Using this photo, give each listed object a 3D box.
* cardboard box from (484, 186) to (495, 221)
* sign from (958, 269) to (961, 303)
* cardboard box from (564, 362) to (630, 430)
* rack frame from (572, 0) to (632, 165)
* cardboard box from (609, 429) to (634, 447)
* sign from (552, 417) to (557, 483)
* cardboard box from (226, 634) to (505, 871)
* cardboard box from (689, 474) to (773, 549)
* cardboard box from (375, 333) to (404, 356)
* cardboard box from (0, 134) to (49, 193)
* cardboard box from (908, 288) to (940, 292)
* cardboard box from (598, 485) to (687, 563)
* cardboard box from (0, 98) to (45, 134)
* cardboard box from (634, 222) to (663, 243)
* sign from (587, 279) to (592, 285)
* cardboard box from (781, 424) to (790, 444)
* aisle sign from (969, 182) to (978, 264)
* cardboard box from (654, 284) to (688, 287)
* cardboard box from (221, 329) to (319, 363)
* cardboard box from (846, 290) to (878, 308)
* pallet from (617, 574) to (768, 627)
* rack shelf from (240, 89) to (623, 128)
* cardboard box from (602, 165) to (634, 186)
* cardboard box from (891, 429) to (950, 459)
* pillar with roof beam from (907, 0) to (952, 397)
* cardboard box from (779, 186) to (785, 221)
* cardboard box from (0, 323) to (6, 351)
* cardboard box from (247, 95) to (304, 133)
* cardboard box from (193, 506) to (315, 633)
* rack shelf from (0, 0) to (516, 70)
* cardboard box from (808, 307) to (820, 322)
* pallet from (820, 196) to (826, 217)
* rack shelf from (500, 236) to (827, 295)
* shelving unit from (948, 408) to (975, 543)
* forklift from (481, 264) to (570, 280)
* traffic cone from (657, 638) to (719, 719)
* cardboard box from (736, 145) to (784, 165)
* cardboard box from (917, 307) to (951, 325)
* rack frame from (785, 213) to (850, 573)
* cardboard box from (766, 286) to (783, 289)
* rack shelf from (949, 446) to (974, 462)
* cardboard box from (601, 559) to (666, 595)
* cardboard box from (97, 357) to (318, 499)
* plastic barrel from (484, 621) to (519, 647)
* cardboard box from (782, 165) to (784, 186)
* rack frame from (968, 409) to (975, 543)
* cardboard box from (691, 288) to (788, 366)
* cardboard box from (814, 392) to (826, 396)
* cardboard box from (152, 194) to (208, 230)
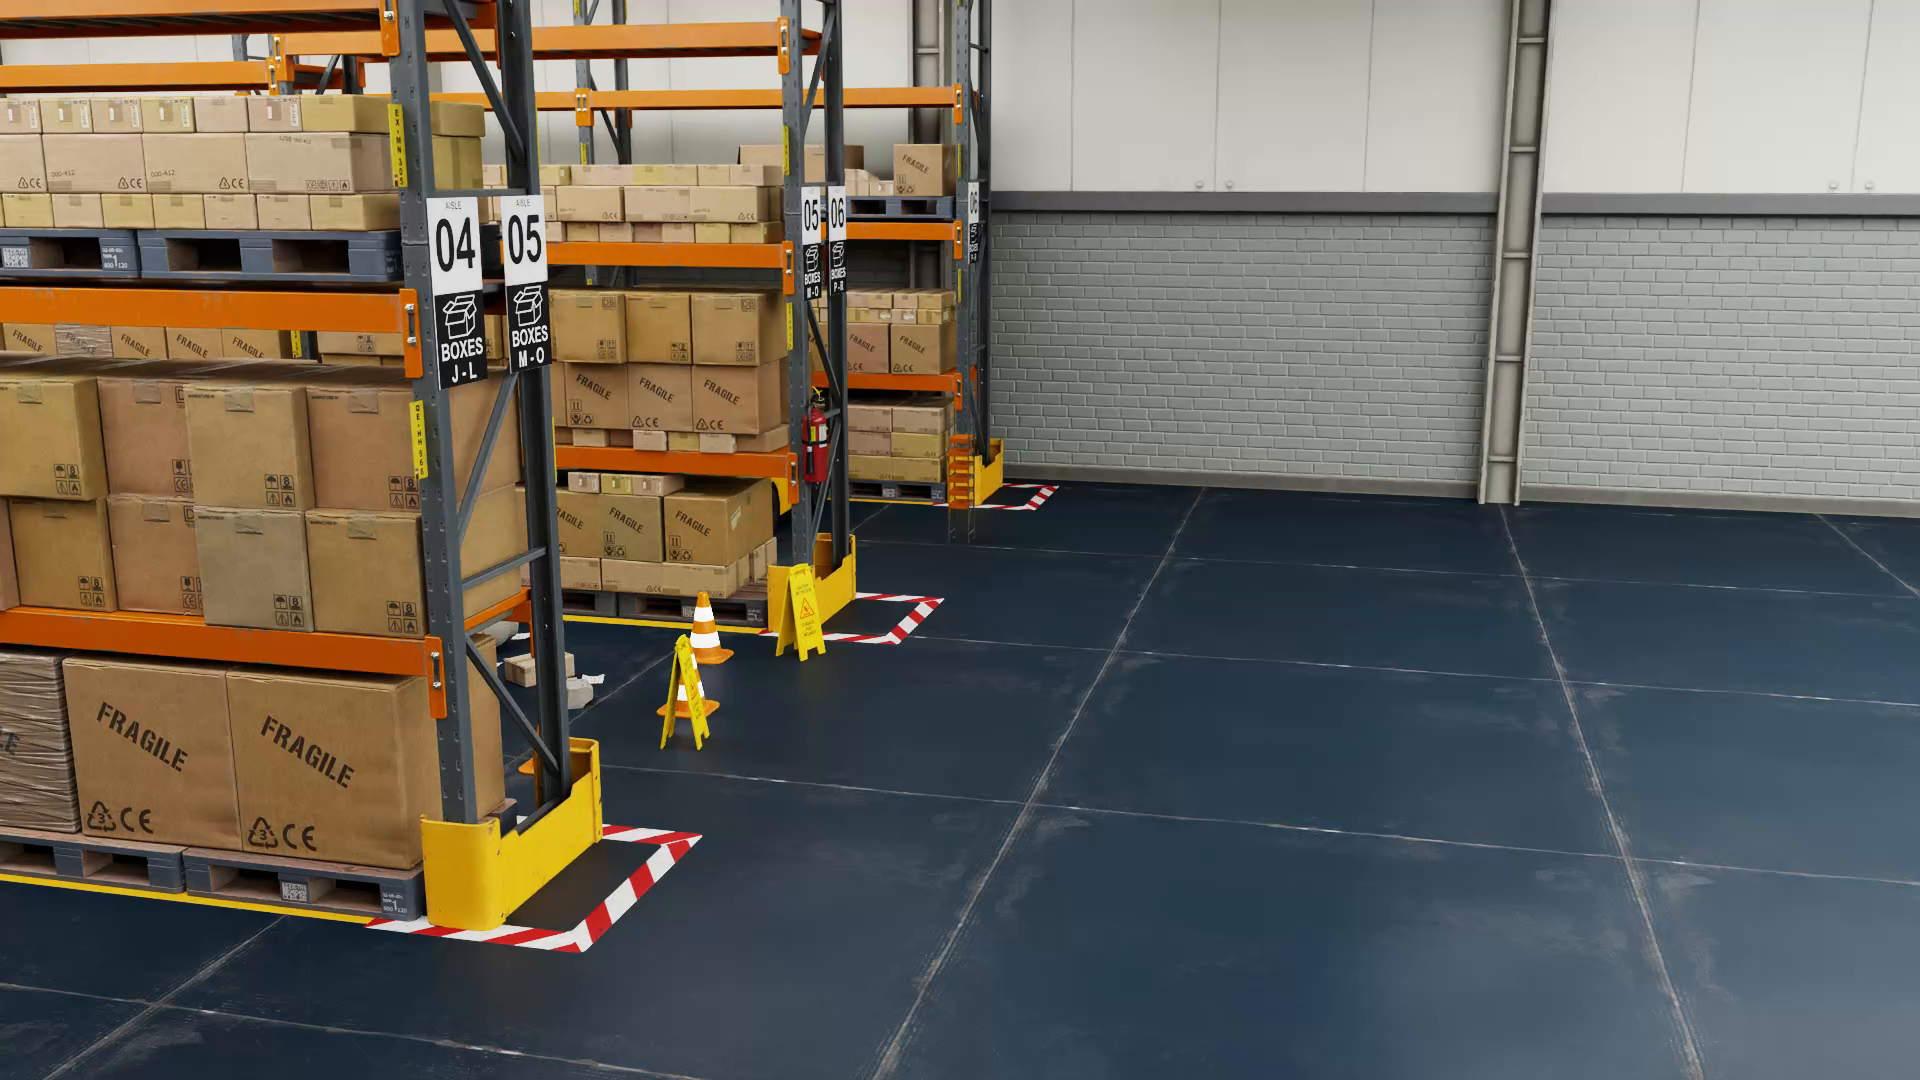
[{"bbox_3d":[-3.580,-2.509,12.367,0.500,0.250,0.500,3,13,14],"label":"cardboard box"},{"bbox_3d":[-0.002,-2.510,16.420,0.005,0.325,0.100,3,13,14],"label":"sign"},{"bbox_3d":[-2.607,-1.117,12.441,0.500,0.500,0.500,3,13,13],"label":"cardboard box"},{"bbox_3d":[-3.742,-5.079,17.367,0.127,3.000,1.000,3,13,14],"label":"rack frame"},{"bbox_3d":[-2.447,-0.808,12.547,0.250,0.149,0.380,3,13,14],"label":"cardboard box"},{"bbox_3d":[-1.993,-0.430,8.083,0.005,0.325,0.100,3,13,14],"label":"sign"},{"bbox_3d":[-2.806,0.958,7.941,0.875,0.875,0.875,3,13,14],"label":"cardboard box"},{"bbox_3d":[-1.784,-0.229,13.003,0.500,0.500,0.500,3,13,12],"label":"cardboard box"},{"bbox_3d":[-4.062,-1.689,12.712,0.500,0.500,0.700,3,13,14],"label":"cardboard box"},{"bbox_3d":[-4.136,-1.688,7.468,0.500,0.250,0.500,3,13,14],"label":"cardboard box"},{"bbox_3d":[-0.376,-2.543,17.371,0.250,0.149,0.380,4,13,15],"label":"cardboard box"},{"bbox_3d":[-2.392,-0.141,12.606,0.500,0.500,0.500,4,13,16],"label":"cardboard box"},{"bbox_3d":[-4.021,-1.863,7.334,0.250,0.149,0.380,3,13,14],"label":"cardboard box"},{"bbox_3d":[-2.187,-2.254,12.141,0.250,0.149,0.380,3,13,14],"label":"cardboard box"},{"bbox_3d":[-3.862,-2.562,17.384,0.005,0.325,0.100,3,13,14],"label":"sign"},{"bbox_3d":[-1.324,-0.837,12.679,0.250,0.149,0.380,3,13,14],"label":"cardboard box"},{"bbox_3d":[0.135,-3.147,16.506,0.004,0.787,0.394,3,13,14],"label":"aisle sign"},{"bbox_3d":[-3.126,-2.686,18.018,0.250,0.149,0.380,3,13,12],"label":"cardboard box"},{"bbox_3d":[-5.431,-1.481,13.114,0.500,0.500,0.500,3,13,12],"label":"cardboard box"},{"bbox_3d":[-0.988,-2.471,17.045,0.250,0.149,0.380,3,13,14],"label":"cardboard box"},{"bbox_3d":[-1.898,0.409,12.919,1.213,0.211,1.003,3,13,14],"label":"pallet"},{"bbox_3d":[-5.684,-4.637,17.957,4.000,0.370,1.077,3,13,14],"label":"rack shelf"},{"bbox_3d":[-2.406,-2.654,12.102,0.250,0.149,0.380,3,13,14],"label":"cardboard box"},{"bbox_3d":[-0.406,-1.009,17.097,0.500,0.250,0.500,3,13,13],"label":"cardboard box"},{"bbox_3d":[-1.350,-4.192,13.369,0.400,9.000,9.100,3,13,14],"label":"pillar with roof beam"},{"bbox_3d":[-1.468,-2.517,12.405,0.500,0.250,0.500,3,13,13],"label":"cardboard box"},{"bbox_3d":[-7.922,-1.615,13.719,0.500,0.500,0.500,4,13,16],"label":"cardboard box"},{"bbox_3d":[-2.782,-1.797,7.037,0.250,0.149,0.380,3,13,14],"label":"cardboard box"},{"bbox_3d":[-3.042,0.040,7.796,0.550,0.550,0.875,3,13,14],"label":"cardboard box"},{"bbox_3d":[-4.074,-2.339,7.600,4.000,0.370,1.077,3,13,14],"label":"rack shelf"},{"bbox_3d":[-1.513,-2.329,17.093,0.250,0.149,0.380,3,13,14],"label":"cardboard box"},{"bbox_3d":[-1.727,-3.469,17.240,1.213,0.211,1.003,3,13,14],"label":"pallet"},{"bbox_3d":[-2.986,-2.116,12.597,4.000,0.370,1.077,3,13,14],"label":"rack shelf"},{"bbox_3d":[0.014,-0.585,15.117,0.189,1.200,0.258,3,13,14],"label":"shelving unit"},{"bbox_3d":[-4.278,-1.592,15.657,3.031,2.935,1.130,3,13,13],"label":"forklift"},{"bbox_3d":[-1.706,0.840,10.397,0.334,0.463,0.336,3,13,14],"label":"traffic cone"},{"bbox_3d":[-1.876,-3.796,17.069,0.637,0.503,0.797,3,13,15],"label":"cardboard box"},{"bbox_3d":[-0.262,-2.267,16.816,0.250,0.149,0.380,3,13,14],"label":"cardboard box"},{"bbox_3d":[-1.044,-0.899,12.376,0.127,3.000,1.000,3,13,14],"label":"rack frame"},{"bbox_3d":[-1.886,-2.615,17.697,0.250,0.149,0.380,3,13,15],"label":"cardboard box"},{"bbox_3d":[0.014,-0.776,15.074,0.180,0.103,0.258,3,13,14],"label":"rack shelf"},{"bbox_3d":[-2.394,0.225,12.691,0.500,0.250,0.500,3,13,14],"label":"cardboard box"},{"bbox_3d":[-3.550,-0.547,7.952,0.550,0.550,0.875,3,13,14],"label":"cardboard box"},{"bbox_3d":[-3.412,0.570,11.703,0.512,0.421,0.421,-9,15,-35],"label":"plastic barrel"},{"bbox_3d":[-1.340,-2.691,12.268,0.250,0.149,0.380,3,13,13],"label":"cardboard box"},{"bbox_3d":[0.103,-0.580,15.095,0.006,1.200,0.240,3,13,14],"label":"rack frame"},{"bbox_3d":[-1.592,-1.562,12.137,0.500,0.500,0.700,3,13,12],"label":"cardboard box"},{"bbox_3d":[-1.744,-1.440,17.884,0.500,0.250,0.500,3,13,12],"label":"cardboard box"},{"bbox_3d":[-3.275,-1.434,7.242,0.250,0.149,0.380,3,13,14],"label":"cardboard box"}]
